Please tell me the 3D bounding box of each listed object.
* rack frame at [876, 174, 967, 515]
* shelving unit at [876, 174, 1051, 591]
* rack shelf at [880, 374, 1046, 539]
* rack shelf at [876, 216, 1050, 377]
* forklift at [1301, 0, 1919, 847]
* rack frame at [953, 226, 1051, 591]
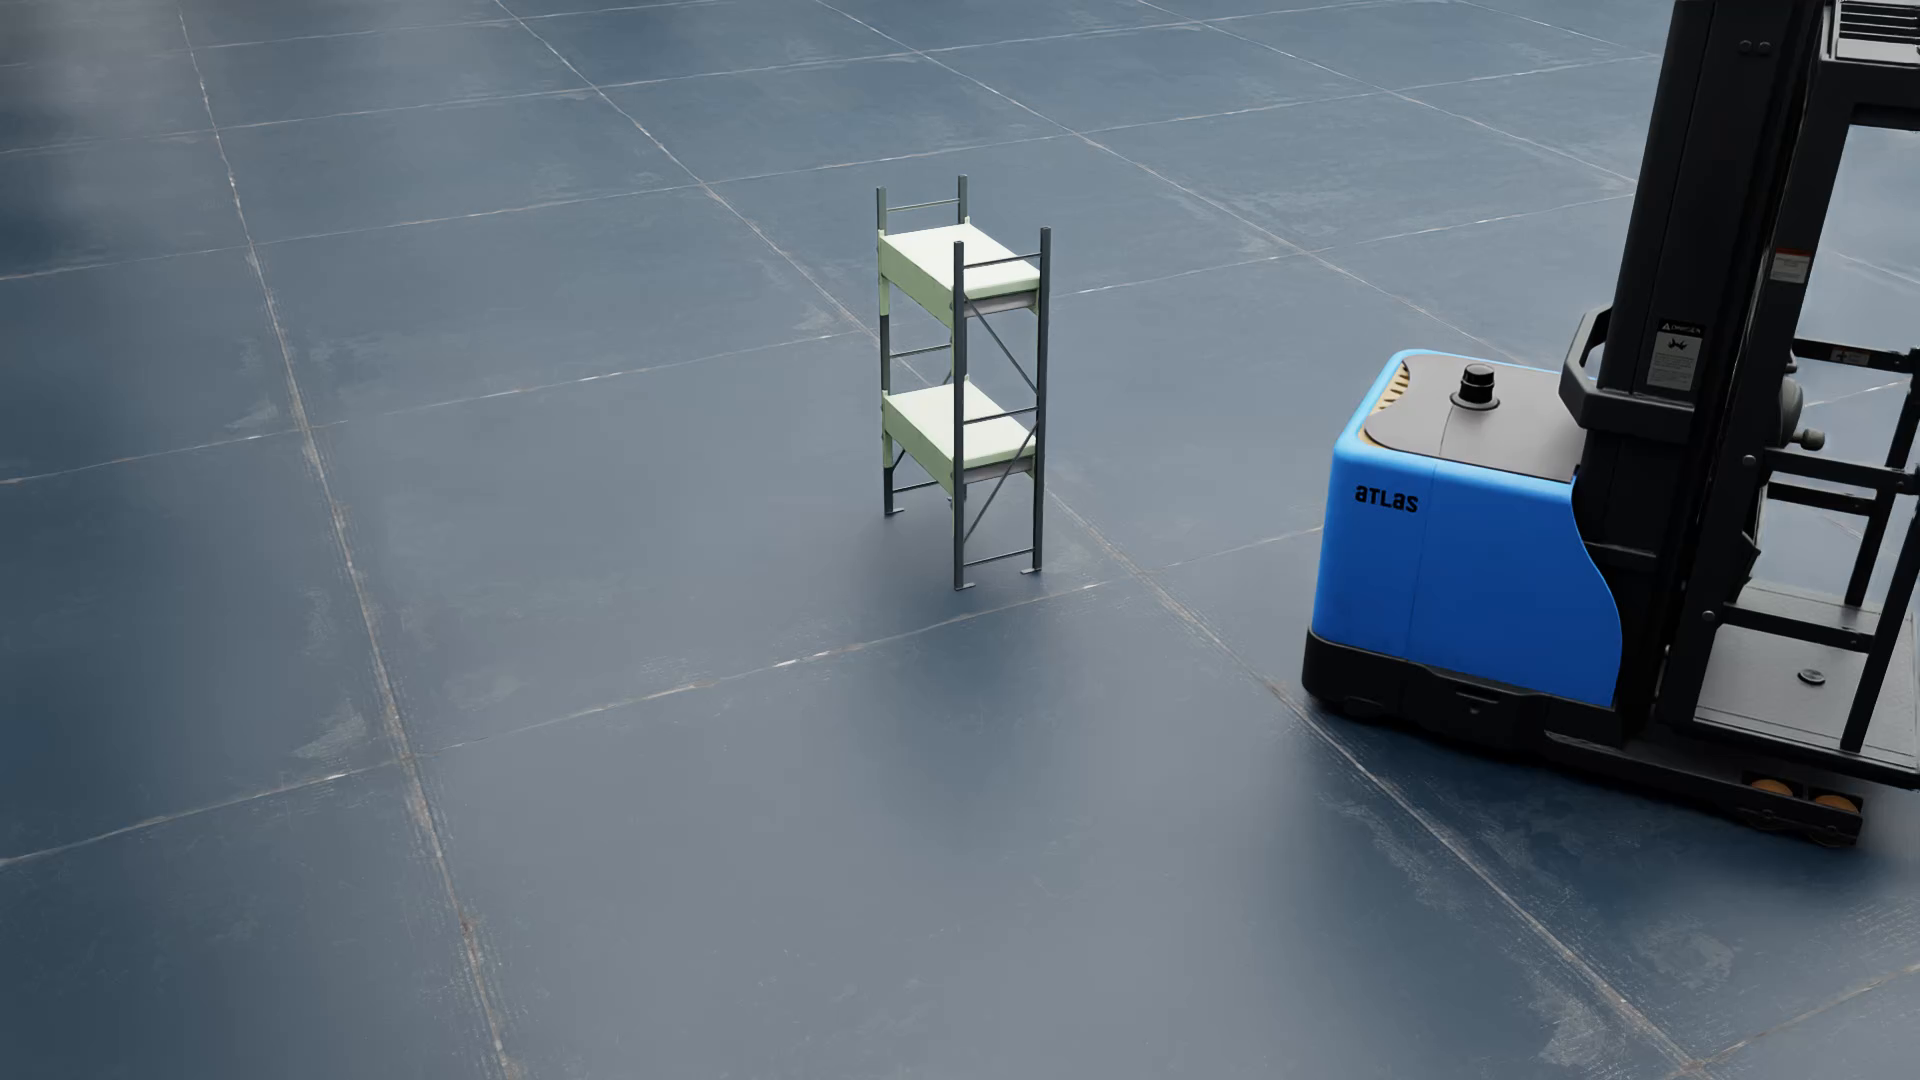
[{"bbox_3d":[-0.154,-0.813,7.166,0.400,1.500,0.023,-13,32,-22],"label":"rack frame"},{"bbox_3d":[0.003,-0.651,6.878,0.431,1.500,0.755,-13,32,-22],"label":"shelving unit"},{"bbox_3d":[0.003,-0.367,7.037,0.431,0.370,0.720,-13,32,-22],"label":"rack shelf"},{"bbox_3d":[0.003,-0.992,6.687,0.431,0.370,0.720,-13,32,-22],"label":"rack shelf"},{"bbox_3d":[2.821,-0.569,5.268,3.031,2.935,1.130,13,32,22],"label":"forklift"},{"bbox_3d":[0.160,-0.490,6.590,0.400,1.500,0.023,-13,32,-22],"label":"rack frame"}]
